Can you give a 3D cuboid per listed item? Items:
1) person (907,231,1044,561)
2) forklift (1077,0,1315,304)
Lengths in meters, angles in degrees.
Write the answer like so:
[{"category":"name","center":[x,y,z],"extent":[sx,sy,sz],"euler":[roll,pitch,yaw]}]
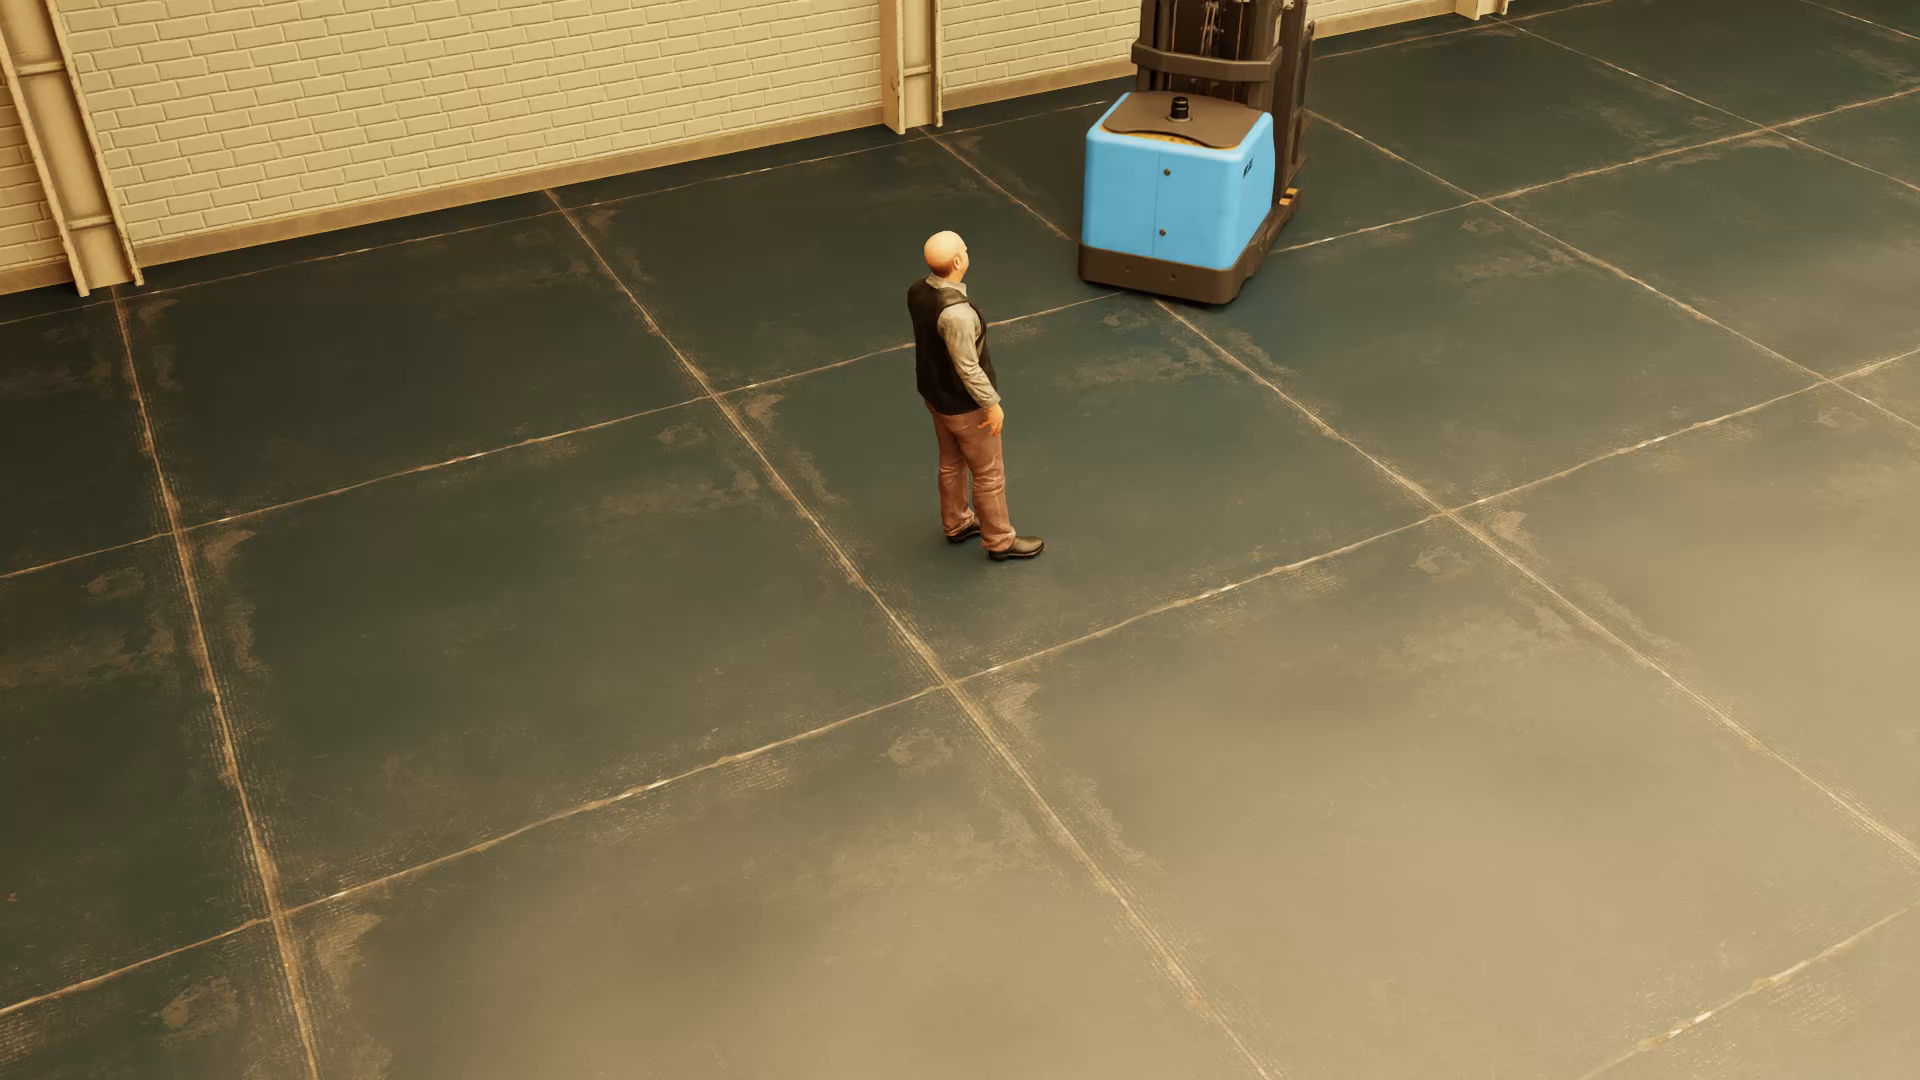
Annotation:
[{"category":"person","center":[0.058,-0.721,8.179],"extent":[0.568,1.720,0.632],"euler":[-17,39,-23]},{"category":"forklift","center":[1.822,-3.556,11.153],"extent":[1.130,2.935,3.031],"euler":[14,38,19]}]
